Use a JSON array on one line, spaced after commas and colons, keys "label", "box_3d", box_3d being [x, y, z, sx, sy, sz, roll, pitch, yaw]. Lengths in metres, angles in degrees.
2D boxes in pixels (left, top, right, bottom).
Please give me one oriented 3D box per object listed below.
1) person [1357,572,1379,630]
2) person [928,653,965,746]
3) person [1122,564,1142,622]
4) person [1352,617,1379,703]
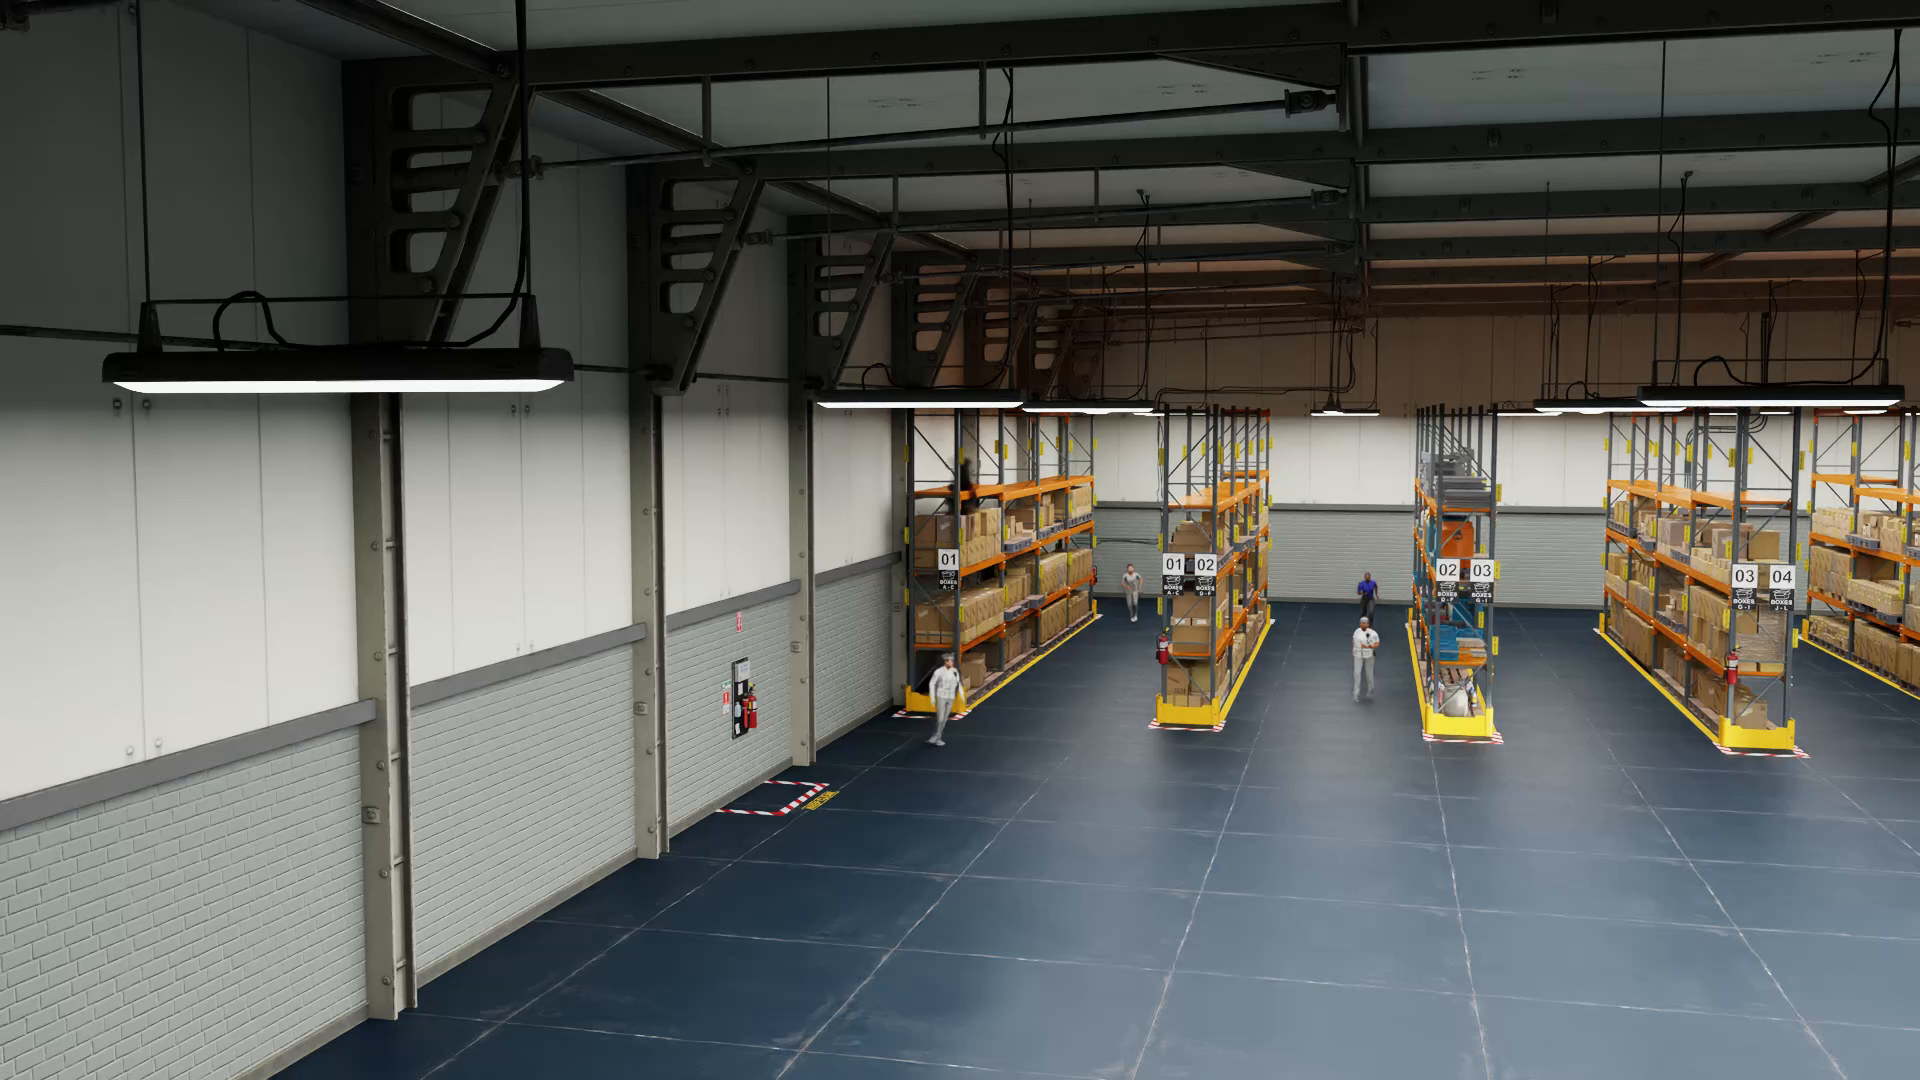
[{"label": "person", "box_3d": [10.968, 1.664, 44.729, 0.582, 1.632, 0.955, 1, 4, 10]}, {"label": "person", "box_3d": [-0.238, 2.783, 29.037, 0.600, 1.645, 0.613, -3, 5, -33]}, {"label": "person", "box_3d": [4.842, 1.487, 46.820, 0.581, 1.630, 0.616, 1, 4, 7]}, {"label": "person", "box_3d": [8.242, 2.413, 33.821, 0.574, 1.713, 0.790, 2, 5, 24]}]
